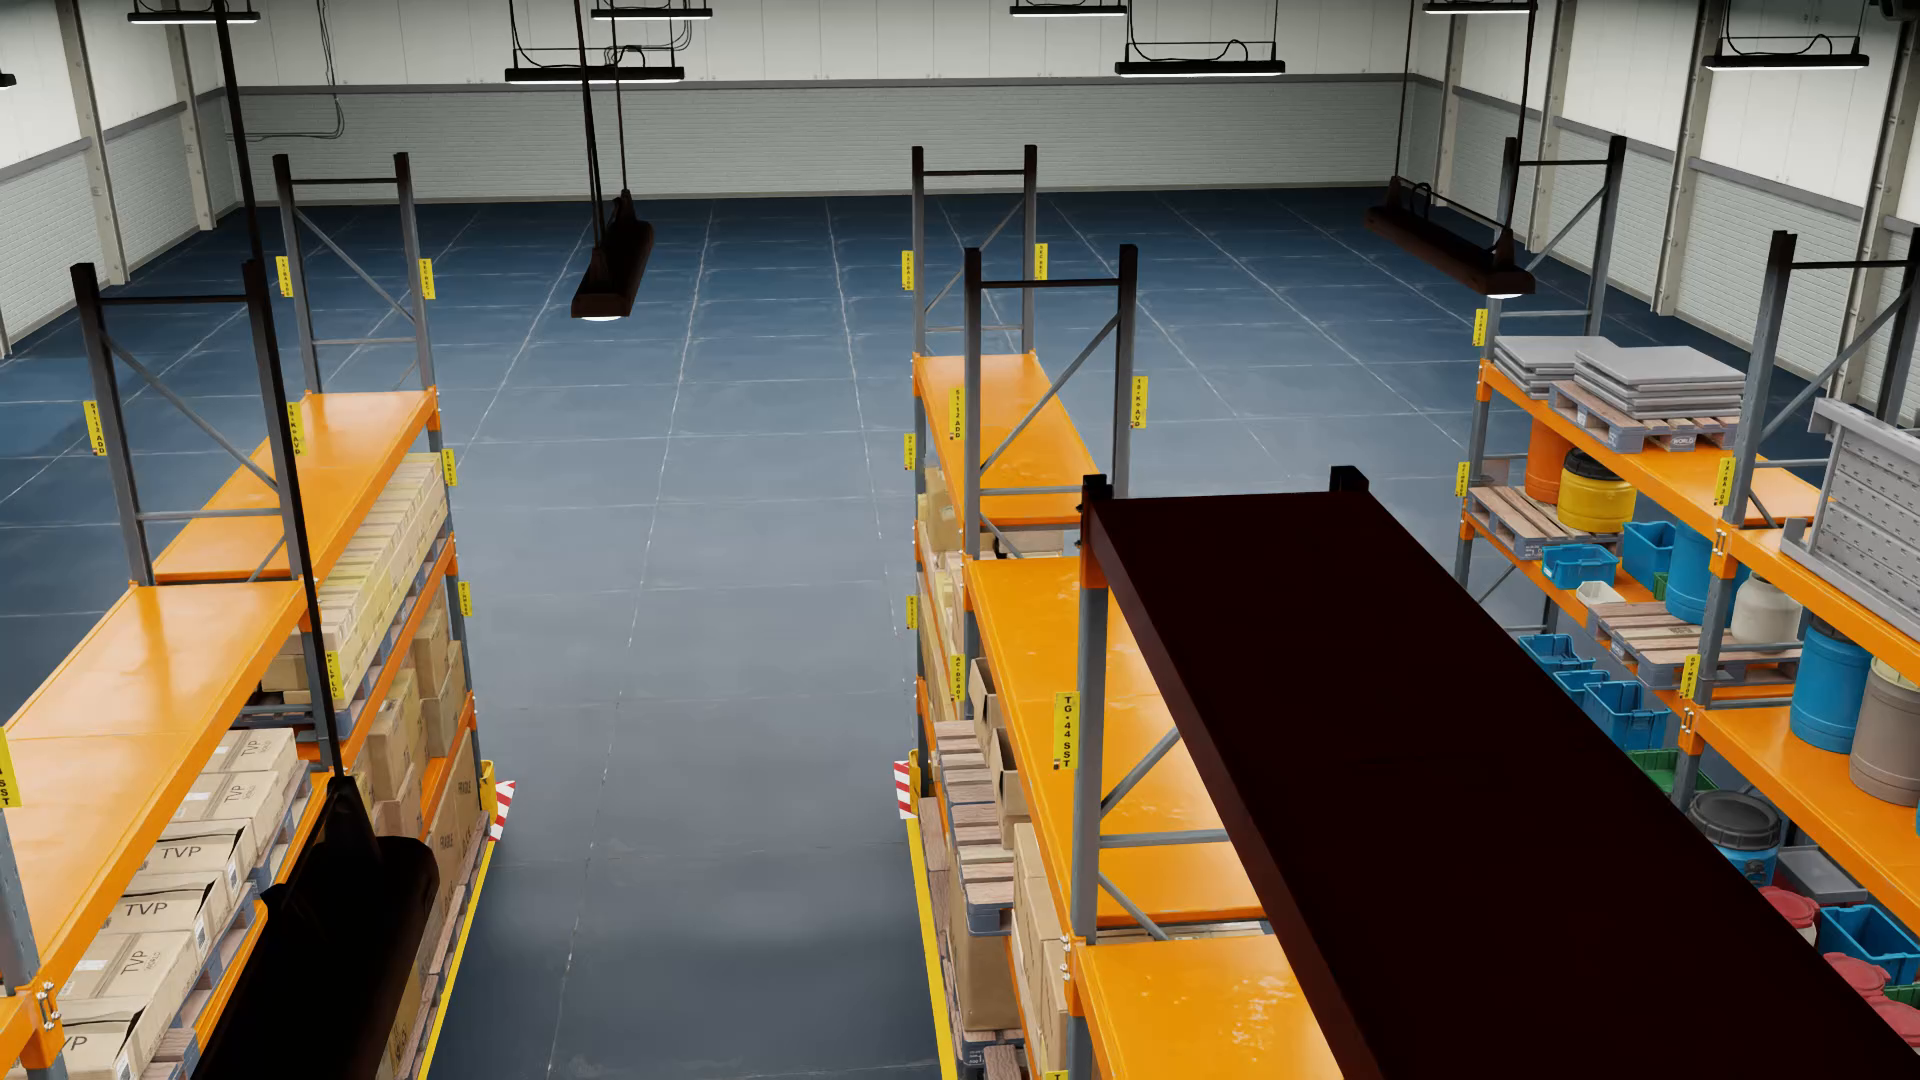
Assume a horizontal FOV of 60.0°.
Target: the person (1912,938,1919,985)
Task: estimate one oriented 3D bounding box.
[{"bbox_3d":[6.858,2.988,11.683,0.546,1.729,0.992,2,22,6],"label":"person"}]
